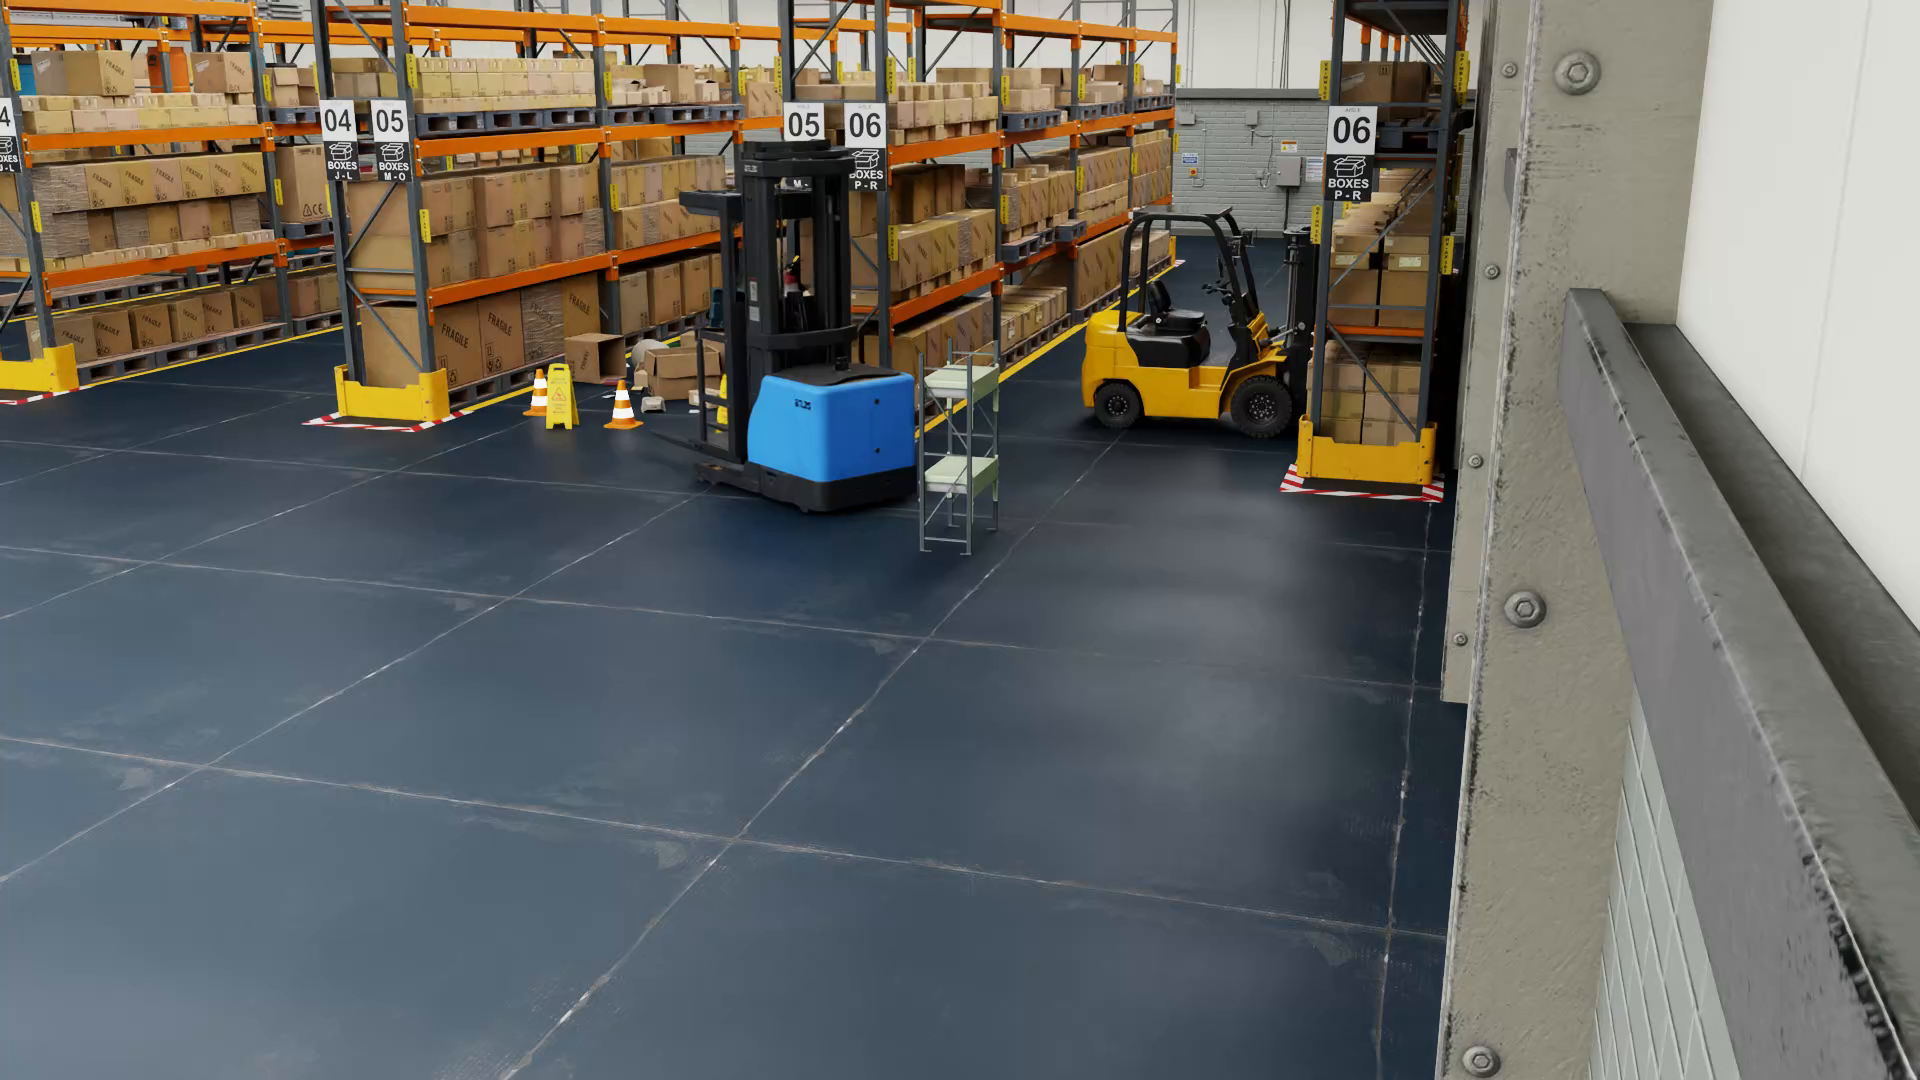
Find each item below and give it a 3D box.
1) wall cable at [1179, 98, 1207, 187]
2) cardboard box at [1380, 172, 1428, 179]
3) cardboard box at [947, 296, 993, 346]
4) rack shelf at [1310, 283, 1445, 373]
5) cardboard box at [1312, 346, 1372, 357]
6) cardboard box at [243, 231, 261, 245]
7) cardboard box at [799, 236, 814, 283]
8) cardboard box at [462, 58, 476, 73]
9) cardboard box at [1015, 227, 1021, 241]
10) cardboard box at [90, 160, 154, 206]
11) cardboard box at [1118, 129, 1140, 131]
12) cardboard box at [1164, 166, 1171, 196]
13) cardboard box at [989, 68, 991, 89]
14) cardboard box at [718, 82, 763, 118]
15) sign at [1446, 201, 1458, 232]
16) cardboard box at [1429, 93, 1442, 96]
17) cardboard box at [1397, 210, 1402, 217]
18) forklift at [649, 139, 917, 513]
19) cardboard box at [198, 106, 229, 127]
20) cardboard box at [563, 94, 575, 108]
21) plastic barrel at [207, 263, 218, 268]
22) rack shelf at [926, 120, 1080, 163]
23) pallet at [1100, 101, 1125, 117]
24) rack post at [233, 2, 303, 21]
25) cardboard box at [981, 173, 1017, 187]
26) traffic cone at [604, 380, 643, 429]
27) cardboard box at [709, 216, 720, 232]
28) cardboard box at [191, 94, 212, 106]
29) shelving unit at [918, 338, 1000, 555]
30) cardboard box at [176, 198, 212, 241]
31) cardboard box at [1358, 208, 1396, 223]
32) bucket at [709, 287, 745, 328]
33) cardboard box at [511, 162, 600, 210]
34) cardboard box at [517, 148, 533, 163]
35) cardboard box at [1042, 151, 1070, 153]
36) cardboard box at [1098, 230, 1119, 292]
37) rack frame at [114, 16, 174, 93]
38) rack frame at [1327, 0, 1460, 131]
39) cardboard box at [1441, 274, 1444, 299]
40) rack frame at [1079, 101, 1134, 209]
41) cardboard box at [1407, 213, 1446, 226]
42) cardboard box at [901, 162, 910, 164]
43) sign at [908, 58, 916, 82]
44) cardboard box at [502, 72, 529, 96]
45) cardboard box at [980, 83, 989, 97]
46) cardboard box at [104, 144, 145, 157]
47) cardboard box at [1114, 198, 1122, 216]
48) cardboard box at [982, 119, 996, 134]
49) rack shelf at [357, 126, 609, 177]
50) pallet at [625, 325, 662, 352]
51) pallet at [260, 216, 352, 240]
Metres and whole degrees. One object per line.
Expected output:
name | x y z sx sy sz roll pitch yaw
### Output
wall cable | 4.978 -8.567 35.617 0.585 1.953 0.123 5 16 16
cardboard box | 6.522 -5.161 24.575 0.700 0.500 0.500 5 17 16
cardboard box | 0.077 -2.511 19.080 0.500 0.500 0.500 4 16 15
rack shelf | 4.179 -2.193 16.383 1.077 0.370 4.000 5 16 16
cardboard box | 3.582 -1.655 15.604 0.500 0.250 0.500 5 17 17
cardboard box | -9.373 -3.950 21.720 0.380 0.149 0.250 5 16 16
cardboard box | -1.259 -2.755 16.316 0.500 0.500 0.500 4 16 15
cardboard box | -5.307 -4.975 17.420 0.380 0.149 0.250 5 17 16
cardboard box | 0.527 -3.712 20.112 0.380 0.149 0.250 5 17 17
cardboard box | -9.943 -4.225 19.666 0.500 0.500 0.500 5 16 16
cardboard box | 3.025 -7.282 29.800 0.380 0.149 0.250 5 17 17
cardboard box | 3.514 -6.487 30.021 0.500 0.500 0.500 5 17 16
cardboard box | 0.299 -5.690 20.486 0.500 0.250 0.500 5 17 17
cardboard box | -3.233 -6.470 24.464 0.500 0.500 0.500 5 16 16
sign | 5.280 -3.475 17.850 0.100 0.325 0.005 5 16 16
cardboard box | 5.625 -5.243 19.795 0.380 0.166 0.250 5 16 16
cardboard box | 4.808 -3.658 18.858 0.380 0.149 0.250 5 16 16
forklift | -1.694 -1.965 14.386 1.130 2.935 3.031 -13 20 -38
cardboard box | -9.552 -5.311 20.833 0.500 0.250 0.500 5 17 17
cardboard box | -4.727 -5.122 19.403 0.380 0.149 0.250 5 17 17
plastic barrel | -12.928 -4.935 28.520 0.421 0.512 0.421 0 16 0
rack shelf | 0.556 -5.067 21.017 1.077 0.370 4.000 5 16 16
pallet | 2.048 -6.647 25.620 0.805 0.209 1.217 4 16 14
rack post | -12.259 -9.324 29.349 0.937 0.300 0.954 4 16 15
cardboard box | 0.460 -4.247 19.621 0.380 0.149 0.250 5 16 16
traffic cone | -3.425 -1.389 16.879 0.336 0.463 0.334 5 16 16
cardboard box | -3.664 -4.629 23.471 0.500 0.500 0.500 5 16 16
cardboard box | -9.535 -5.461 20.633 0.380 0.149 0.250 4 16 14
shelving unit | -0.002 -0.720 12.619 0.431 1.500 0.755 5 16 16
cardboard box | -9.922 -4.027 20.800 0.875 0.500 0.500 5 16 16
cardboard box | 4.321 -3.363 17.271 0.380 0.149 0.250 4 16 15
bucket | -2.615 -2.746 20.227 0.726 0.611 0.620 11 9 35
cardboard box | -4.925 -4.302 20.245 0.875 0.550 0.550 5 16 16
cardboard box | -7.620 -6.492 28.200 0.797 0.503 0.637 5 17 16
cardboard box | 1.457 -5.574 24.968 0.500 0.500 0.500 4 16 15
cardboard box | 1.912 -4.314 25.666 0.875 0.875 0.875 5 17 17
rack frame | -13.126 -8.532 26.418 1.000 3.000 0.127 5 16 16
rack frame | 3.611 -4.902 13.622 1.000 3.000 0.127 5 16 16
cardboard box | 4.599 -2.708 16.697 0.500 0.500 0.500 4 16 14
rack frame | 2.261 -5.539 26.862 1.000 3.000 0.127 5 16 16
cardboard box | 4.669 -3.190 16.660 0.380 0.149 0.250 4 16 15
cardboard box | -1.258 -6.997 31.273 0.500 0.500 0.500 5 17 17
sign | -0.546 -5.370 19.098 0.100 0.325 0.005 5 16 16
cardboard box | -5.111 -5.024 18.325 0.500 0.250 0.500 5 16 16
cardboard box | 0.106 -4.979 18.387 0.380 0.149 0.250 4 16 14
cardboard box | -16.334 -7.708 32.491 0.500 0.500 0.500 5 17 17
cardboard box | 2.229 -5.197 25.931 0.500 0.250 0.500 4 16 15
cardboard box | 0.191 -4.662 18.733 0.380 0.149 0.250 5 17 16
rack shelf | -5.355 -4.378 18.588 1.077 0.370 4.000 5 16 16
pallet | -4.640 -2.670 21.856 1.003 0.211 1.213 5 16 16
pallet | -9.157 -4.311 22.884 1.003 0.211 1.213 5 16 16
